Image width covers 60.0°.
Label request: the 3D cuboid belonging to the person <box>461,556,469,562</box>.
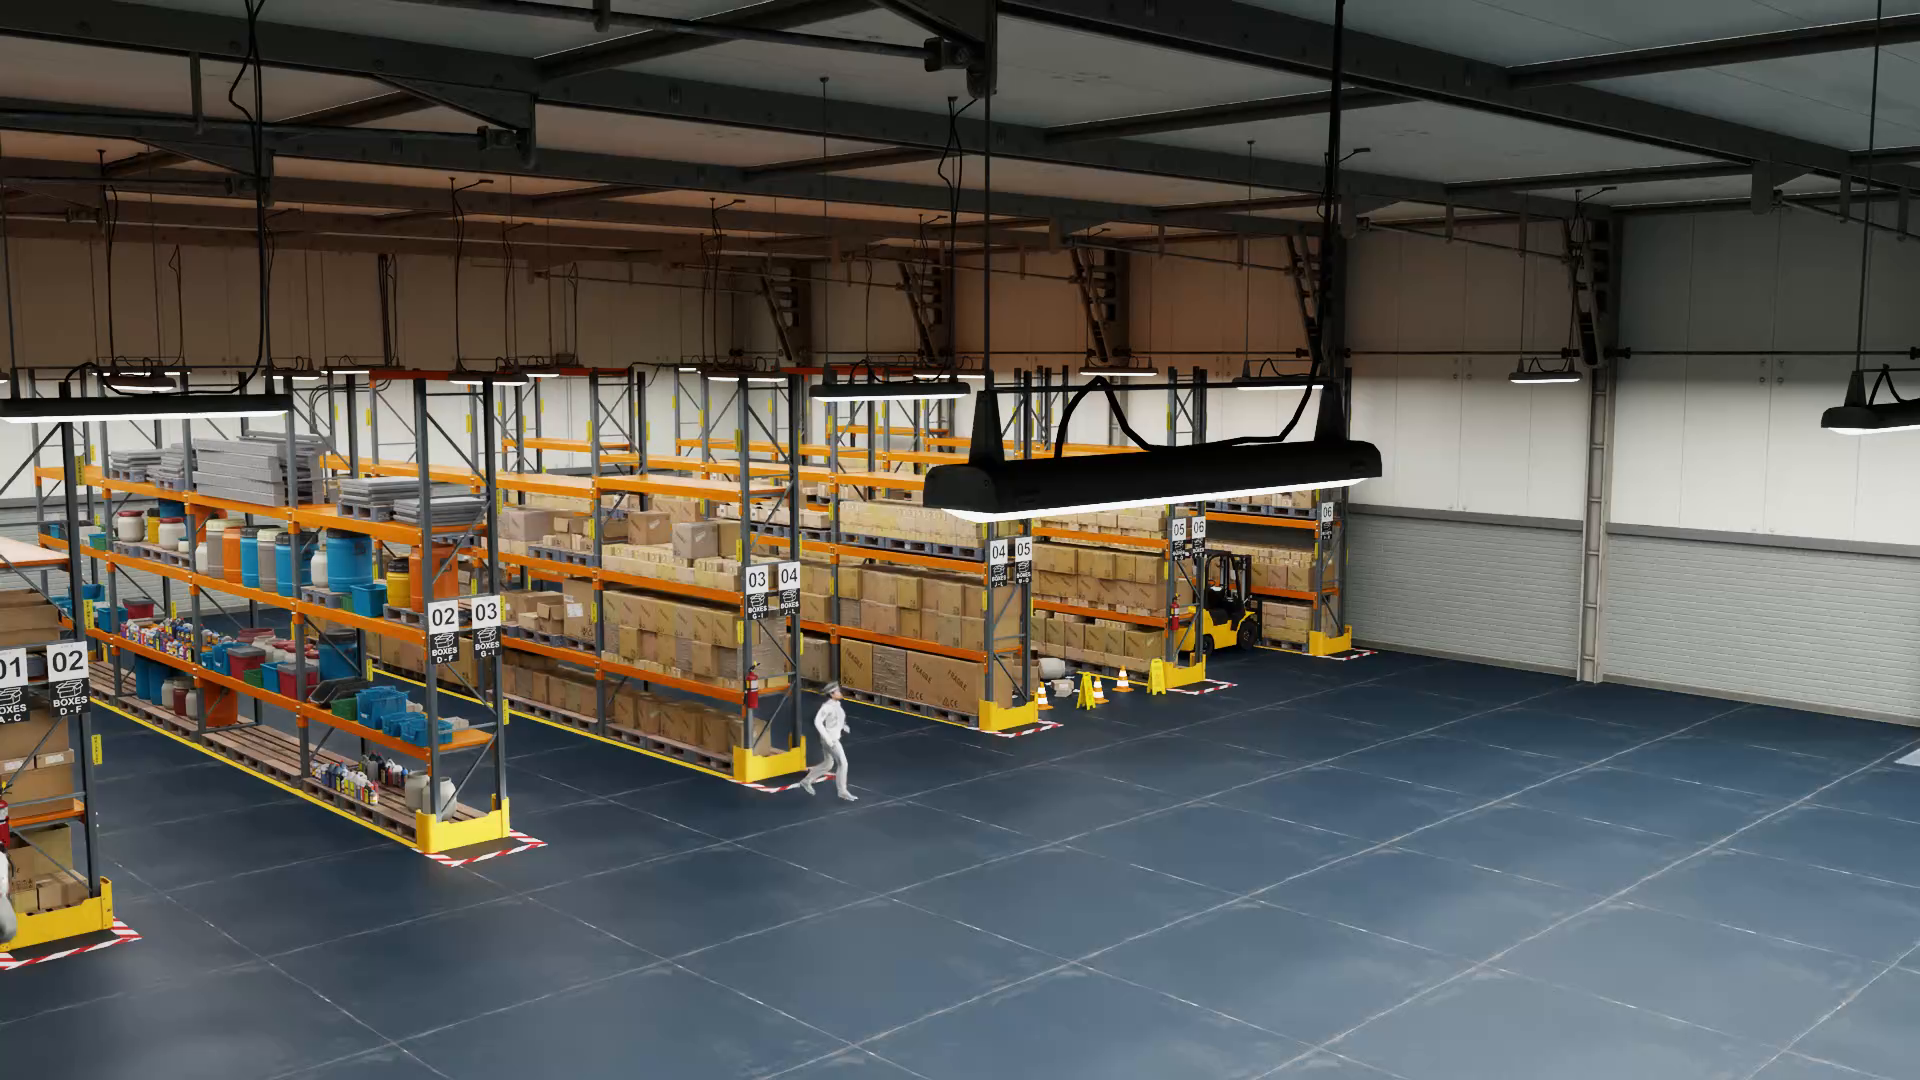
[{"bbox_3d":[-11.427,1.210,38.195,0.643,1.657,0.841,-1,6,-6],"label":"person"}]

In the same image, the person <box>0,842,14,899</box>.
[{"bbox_3d":[-9.762,3.191,16.722,0.505,0.960,0.705,1,7,12],"label":"person"}]

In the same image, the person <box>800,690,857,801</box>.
[{"bbox_3d":[-1.864,2.850,23.553,0.833,1.650,0.614,1,6,5],"label":"person"}]
